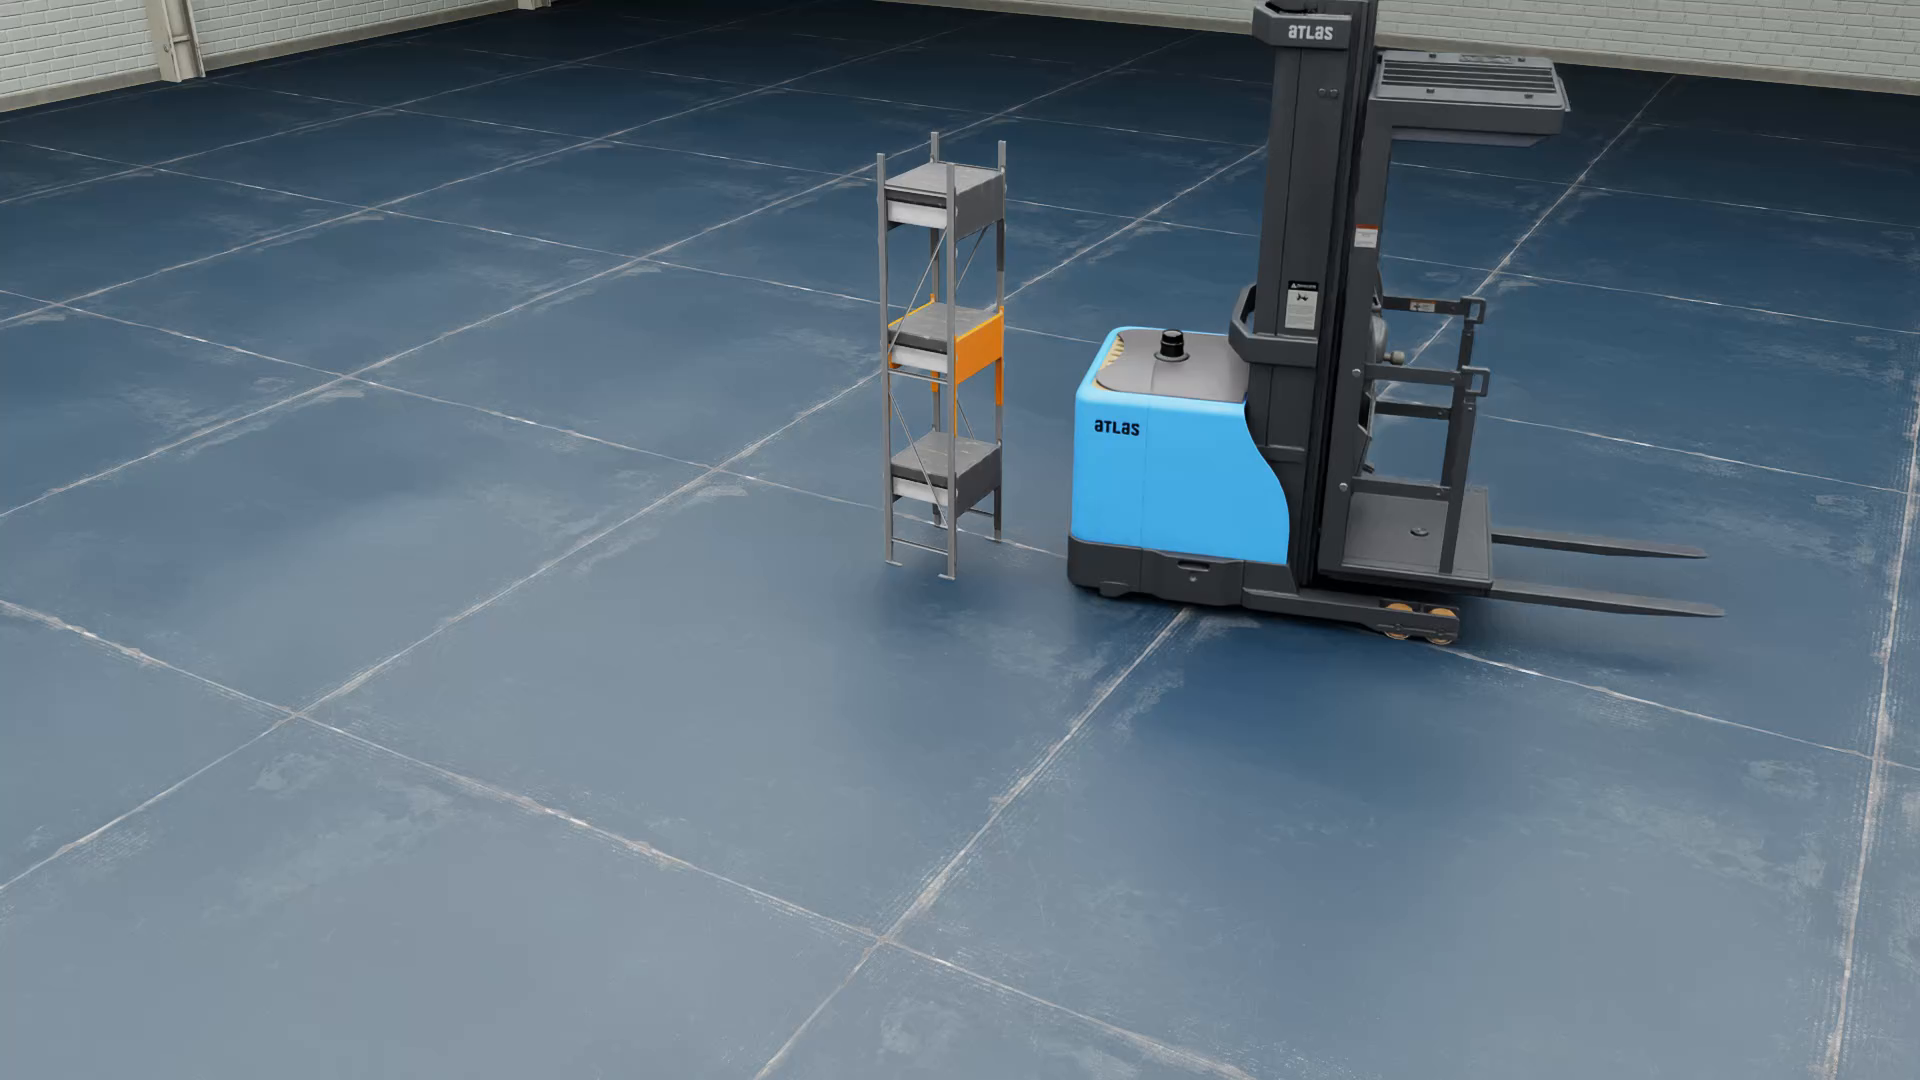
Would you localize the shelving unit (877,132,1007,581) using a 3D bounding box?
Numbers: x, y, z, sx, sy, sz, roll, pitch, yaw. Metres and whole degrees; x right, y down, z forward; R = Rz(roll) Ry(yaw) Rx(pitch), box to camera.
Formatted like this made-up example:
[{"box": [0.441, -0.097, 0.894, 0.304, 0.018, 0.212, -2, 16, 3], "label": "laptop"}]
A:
[{"box": [-0.081, -0.874, 8.151, 0.431, 2.100, 0.503, 14, 30, 26], "label": "shelving unit"}]

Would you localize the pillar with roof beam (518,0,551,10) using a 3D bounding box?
[{"box": [-2.482, -10.874, 20.420, 9.100, 9.000, 0.400, 14, 30, 26], "label": "pillar with roof beam"}]

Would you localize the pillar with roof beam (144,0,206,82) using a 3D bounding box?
[{"box": [-5.433, -8.536, 15.749, 9.100, 9.000, 0.400, 14, 30, 26], "label": "pillar with roof beam"}]

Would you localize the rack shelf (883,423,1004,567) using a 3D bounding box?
[{"box": [-0.081, -0.236, 8.471, 0.431, 0.518, 0.480, 14, 30, 26], "label": "rack shelf"}]

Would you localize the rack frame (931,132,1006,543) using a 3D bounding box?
[{"box": [0.039, -0.970, 8.341, 0.400, 2.100, 0.015, 14, 30, 26], "label": "rack frame"}]

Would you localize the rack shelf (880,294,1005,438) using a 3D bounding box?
[{"box": [-0.081, -0.862, 8.157, 0.431, 0.518, 0.480, 14, 30, 26], "label": "rack shelf"}]

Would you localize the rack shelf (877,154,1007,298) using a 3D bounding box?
[{"box": [-0.081, -1.488, 7.844, 0.431, 0.518, 0.480, 14, 30, 26], "label": "rack shelf"}]

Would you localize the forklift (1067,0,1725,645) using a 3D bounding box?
[{"box": [2.105, -1.086, 7.645, 3.031, 2.935, 1.130, 7, 27, 13], "label": "forklift"}]

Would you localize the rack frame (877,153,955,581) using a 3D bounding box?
[{"box": [-0.201, -0.779, 7.961, 0.400, 2.100, 0.015, 14, 30, 26], "label": "rack frame"}]
